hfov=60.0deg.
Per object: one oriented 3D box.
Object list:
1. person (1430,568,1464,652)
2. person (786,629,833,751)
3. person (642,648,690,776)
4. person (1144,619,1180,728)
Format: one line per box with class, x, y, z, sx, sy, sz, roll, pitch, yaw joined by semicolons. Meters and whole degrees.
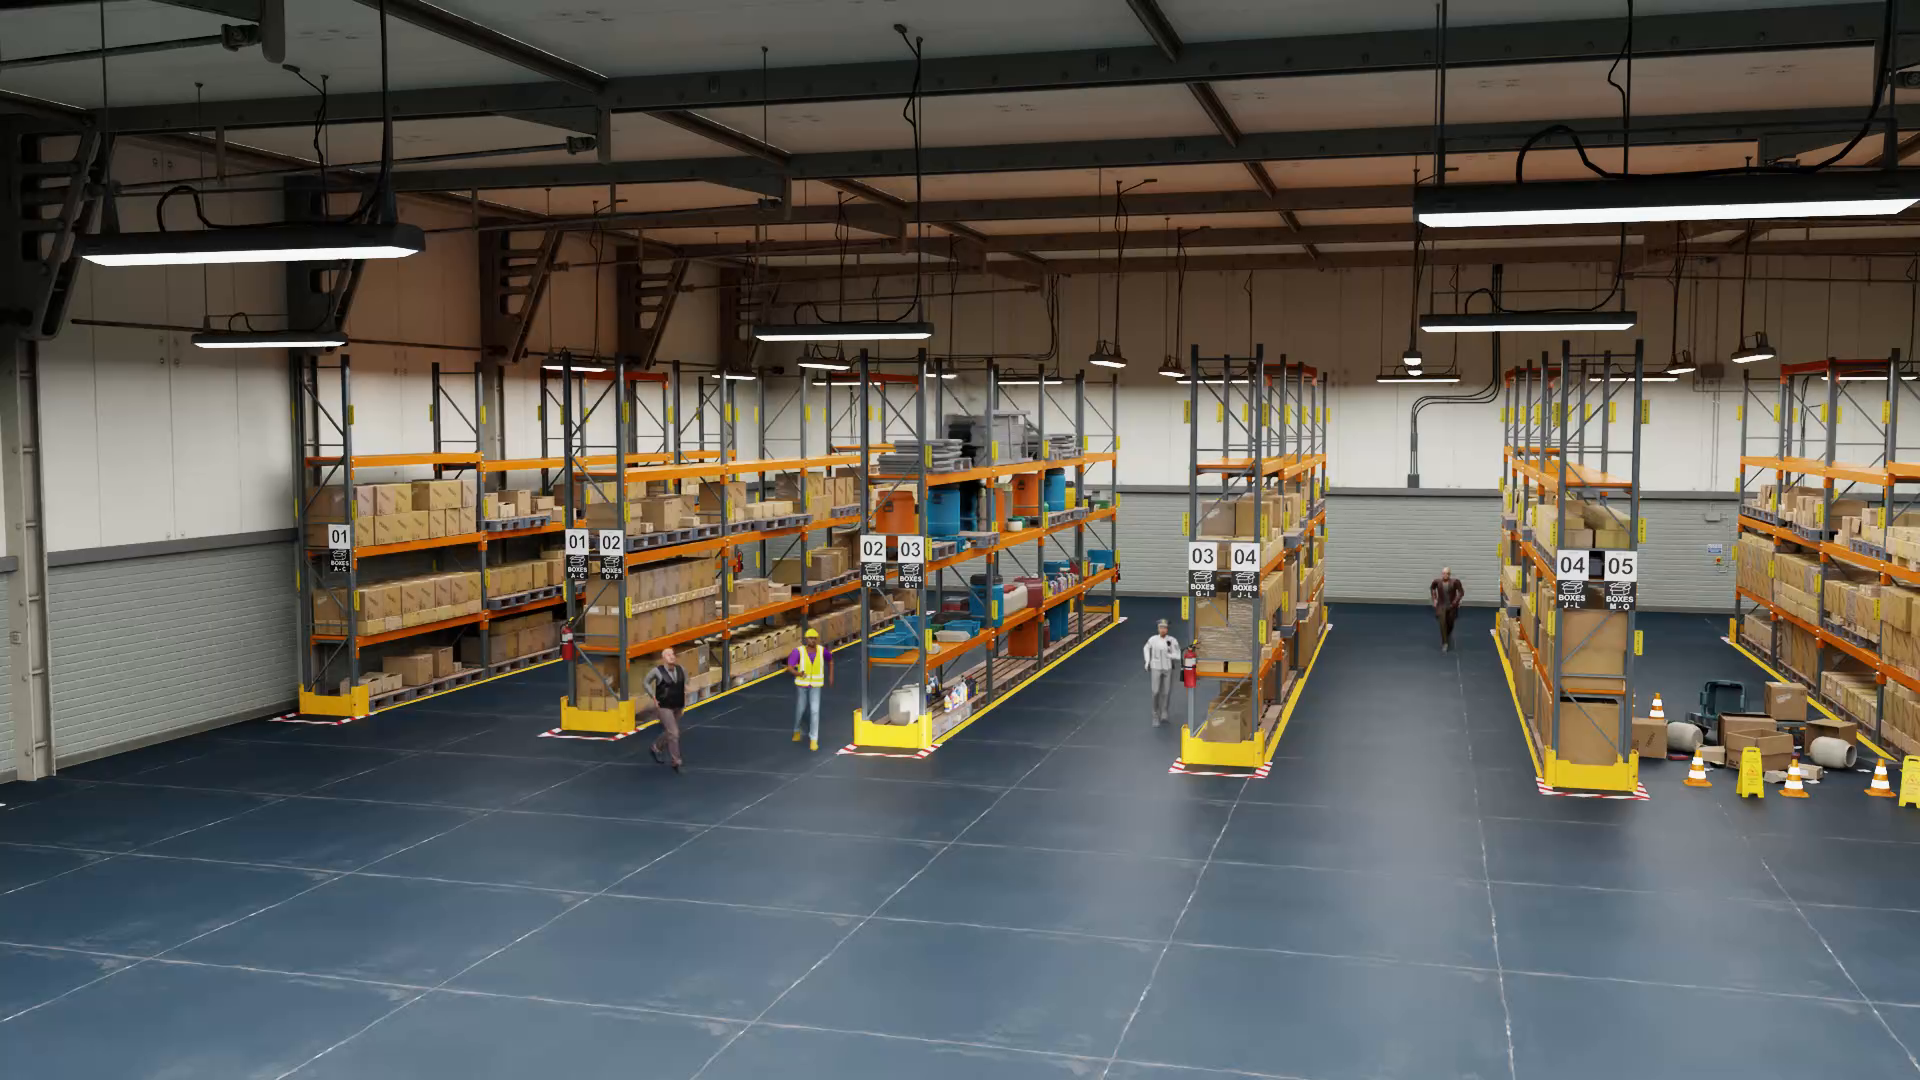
person;10.436;1.467;35.654;0.711;1.778;1.159;1;5;18
person;-2.259;2.239;25.128;0.738;1.822;0.792;-1;4;-11
person;-4.083;2.386;23.420;0.892;1.746;0.641;4;6;43
person;3.269;2.142;26.901;0.578;1.752;0.725;0;4;6
